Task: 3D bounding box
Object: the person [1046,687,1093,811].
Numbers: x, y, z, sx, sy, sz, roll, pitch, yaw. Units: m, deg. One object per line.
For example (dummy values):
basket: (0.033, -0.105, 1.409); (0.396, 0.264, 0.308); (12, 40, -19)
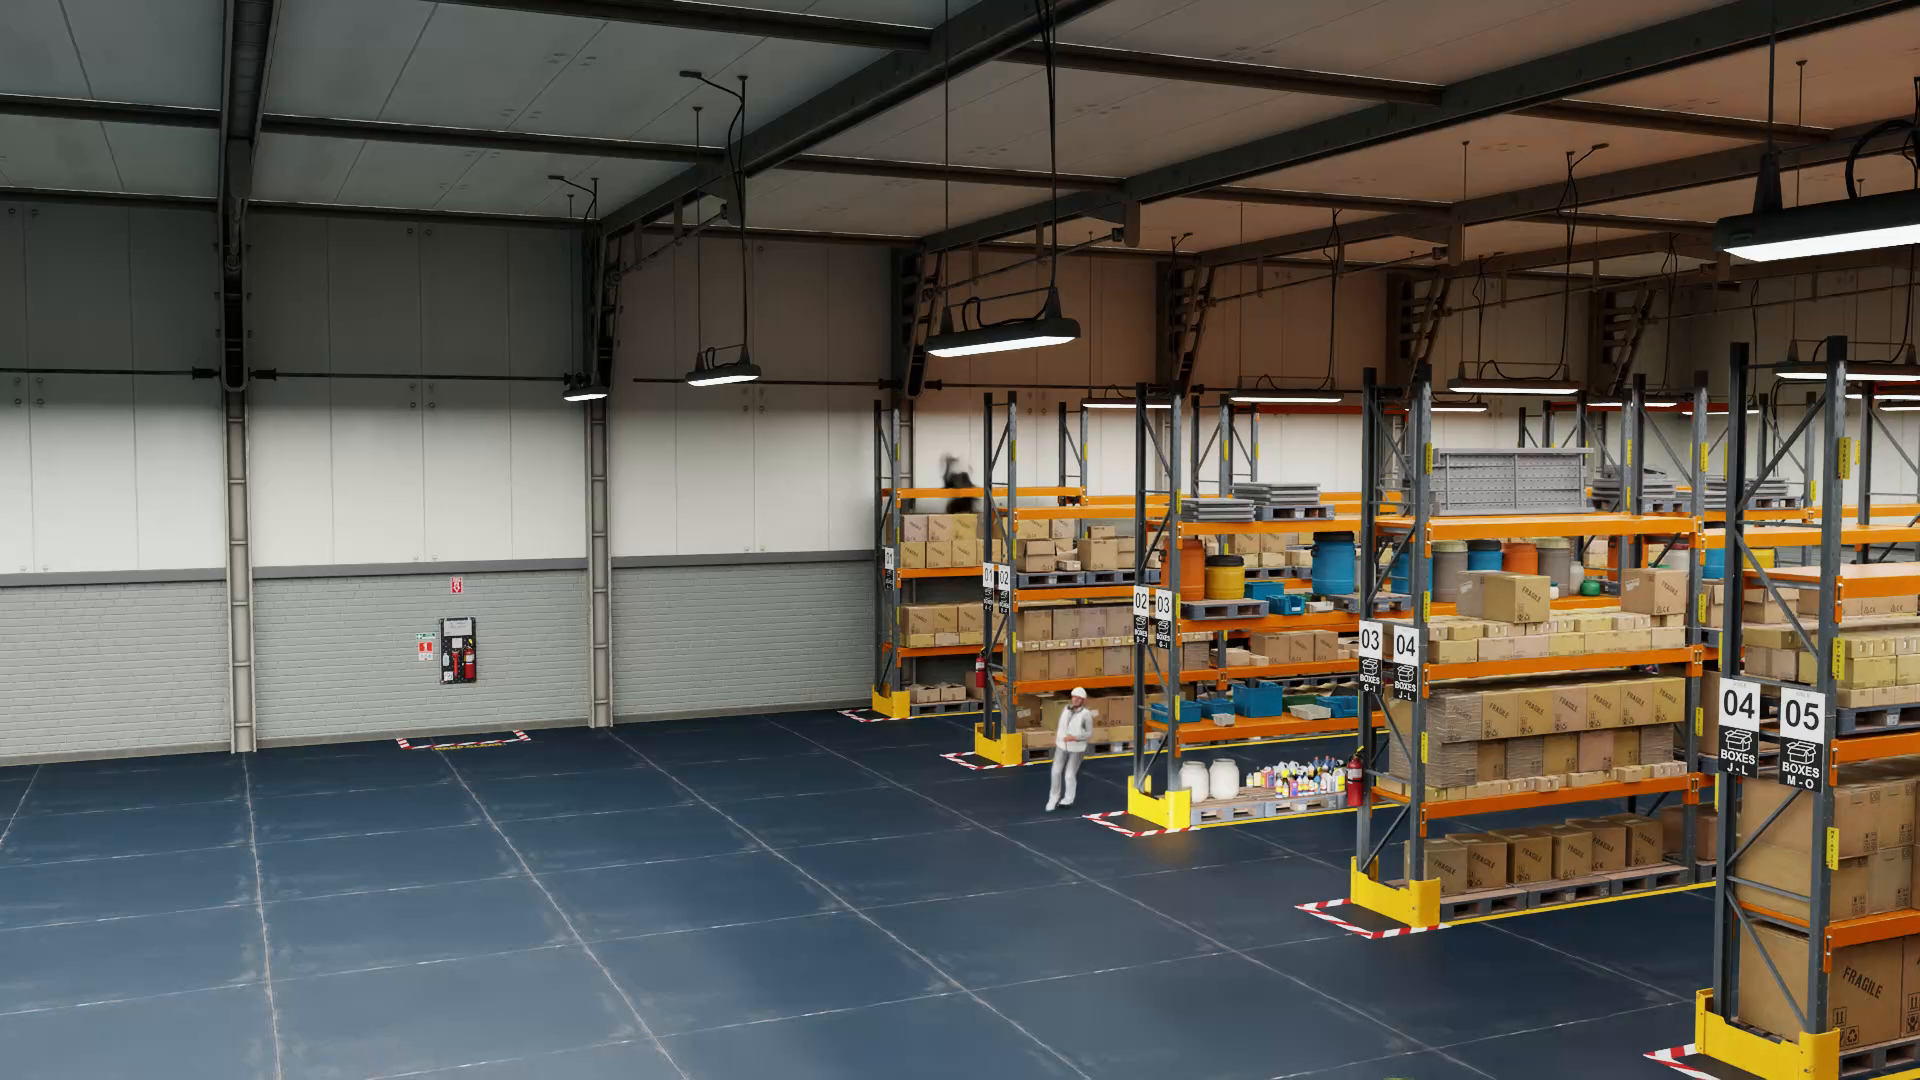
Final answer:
person: (1.565, 2.941, 23.366); (0.683, 1.781, 0.671); (2, 4, 25)
